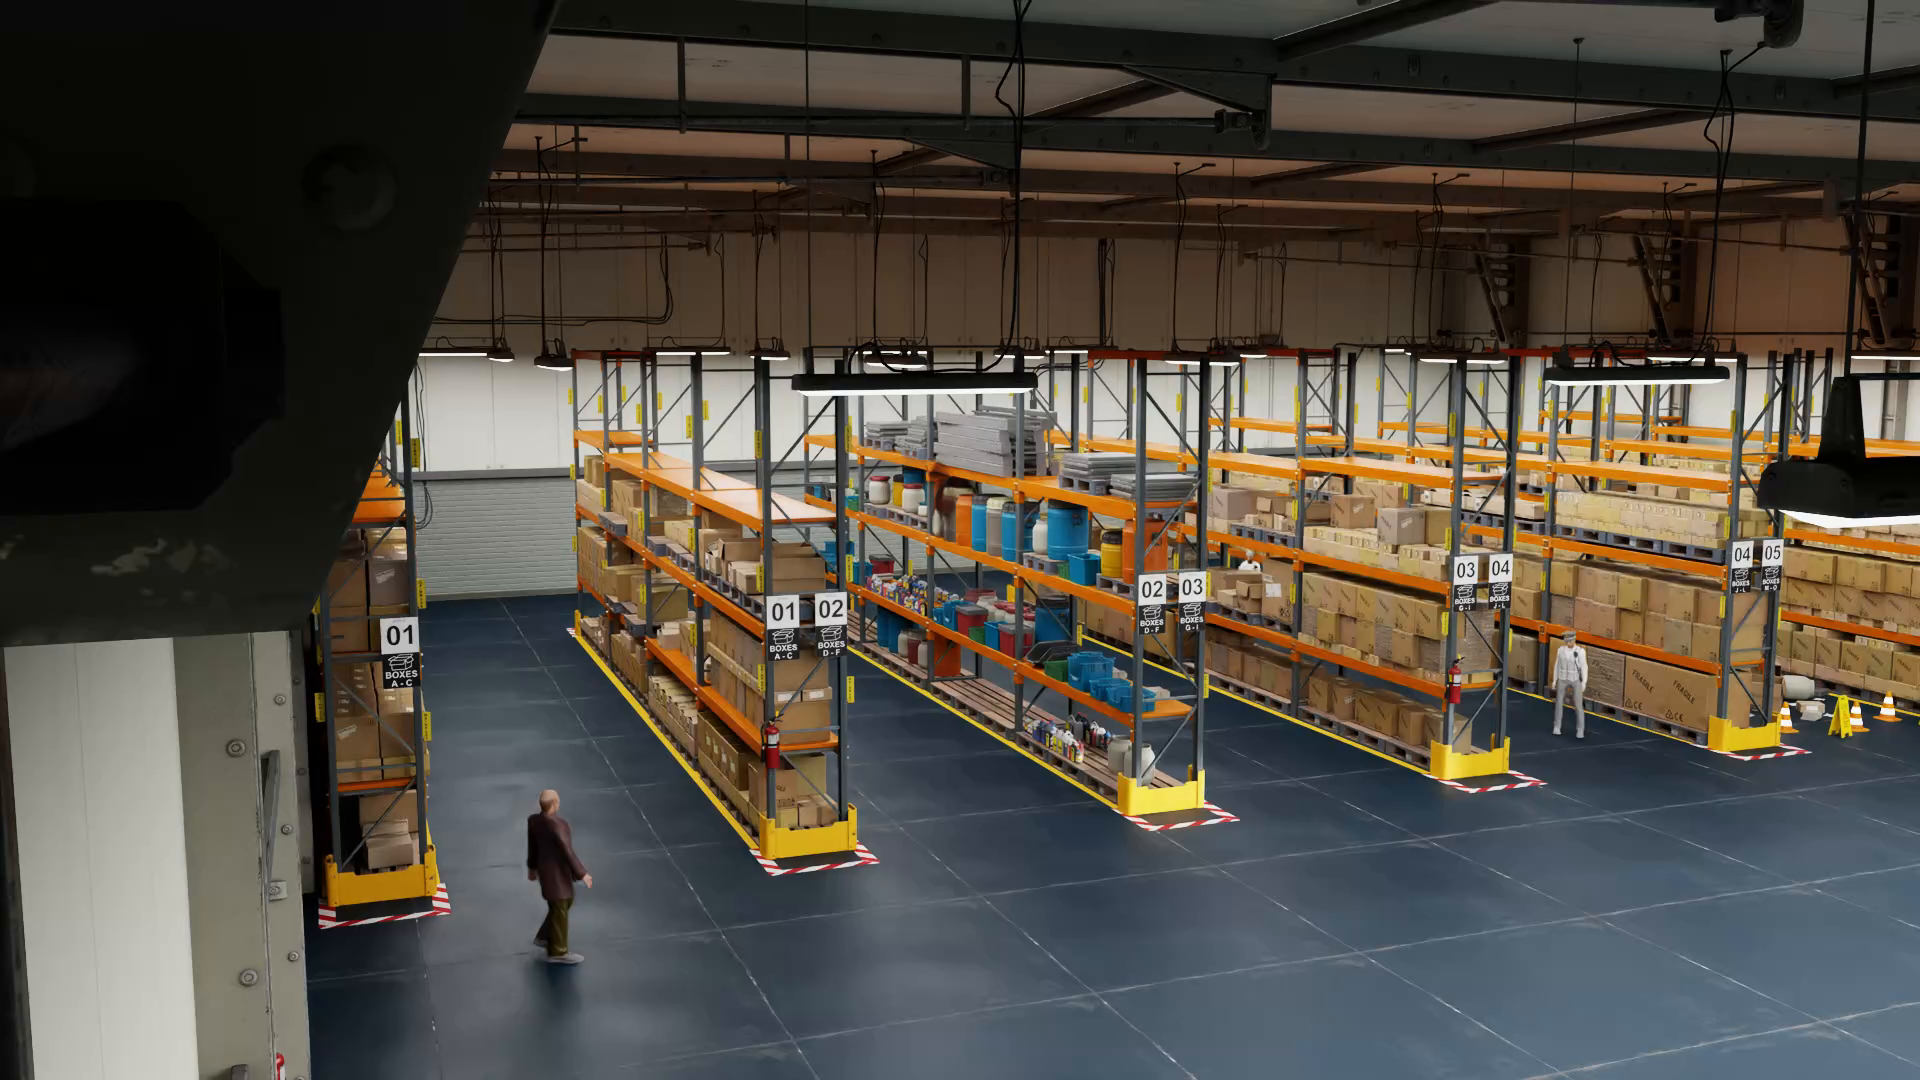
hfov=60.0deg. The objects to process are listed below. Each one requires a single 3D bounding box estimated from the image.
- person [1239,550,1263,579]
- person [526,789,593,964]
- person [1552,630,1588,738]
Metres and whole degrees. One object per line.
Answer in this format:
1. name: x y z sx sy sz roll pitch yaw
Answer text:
1. person: 6.315 1.029 36.189 0.465 1.615 0.981 -3 8 -22
2. person: -4.039 3.374 16.789 0.575 1.785 0.651 -3 8 -24
3. person: 9.617 2.251 26.226 0.552 1.670 0.366 5 9 37
